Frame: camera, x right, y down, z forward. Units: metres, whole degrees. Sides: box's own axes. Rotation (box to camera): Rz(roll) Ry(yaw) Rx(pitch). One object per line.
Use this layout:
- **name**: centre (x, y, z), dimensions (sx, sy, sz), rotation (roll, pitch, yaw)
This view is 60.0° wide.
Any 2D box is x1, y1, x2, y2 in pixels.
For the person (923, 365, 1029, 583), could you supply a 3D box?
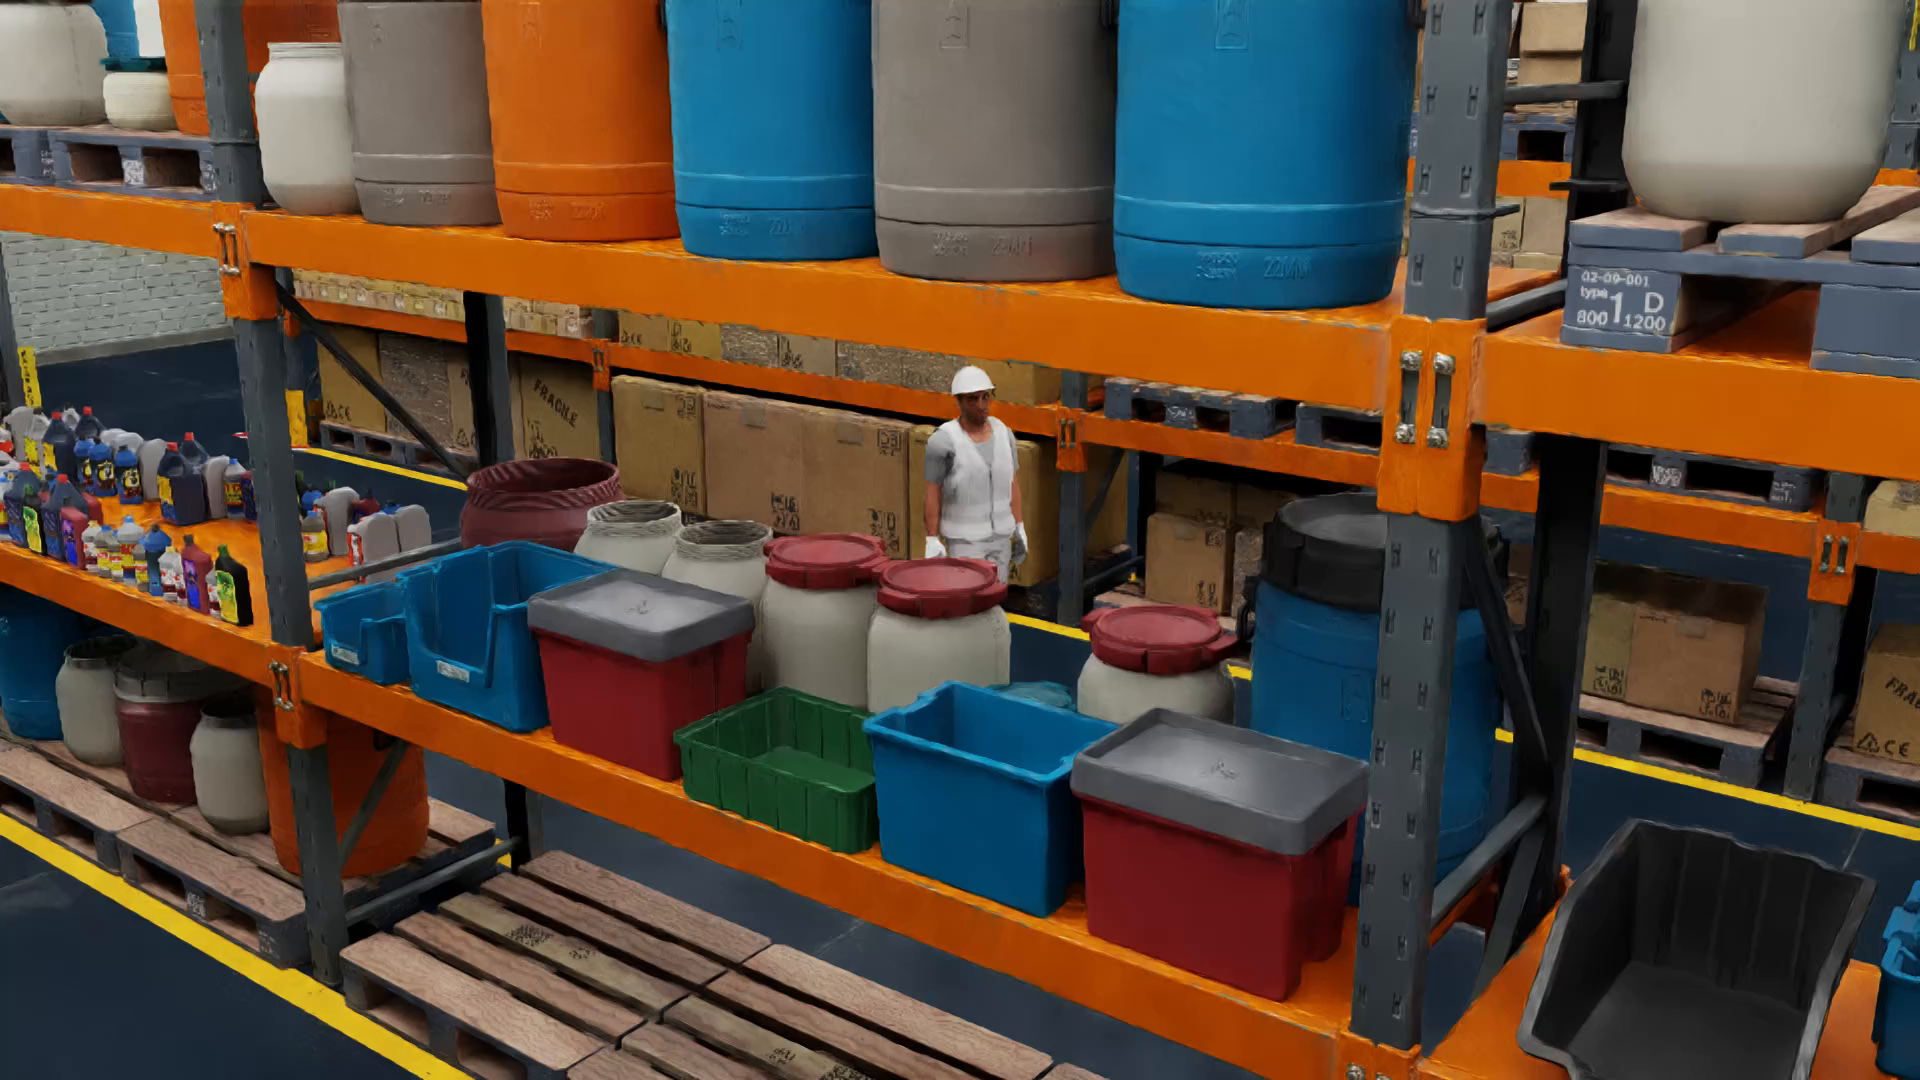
- **person**: centre (0.103, -0.002, 8.478), dimensions (0.555, 1.792, 0.687), rotation (-11, 20, -33)
